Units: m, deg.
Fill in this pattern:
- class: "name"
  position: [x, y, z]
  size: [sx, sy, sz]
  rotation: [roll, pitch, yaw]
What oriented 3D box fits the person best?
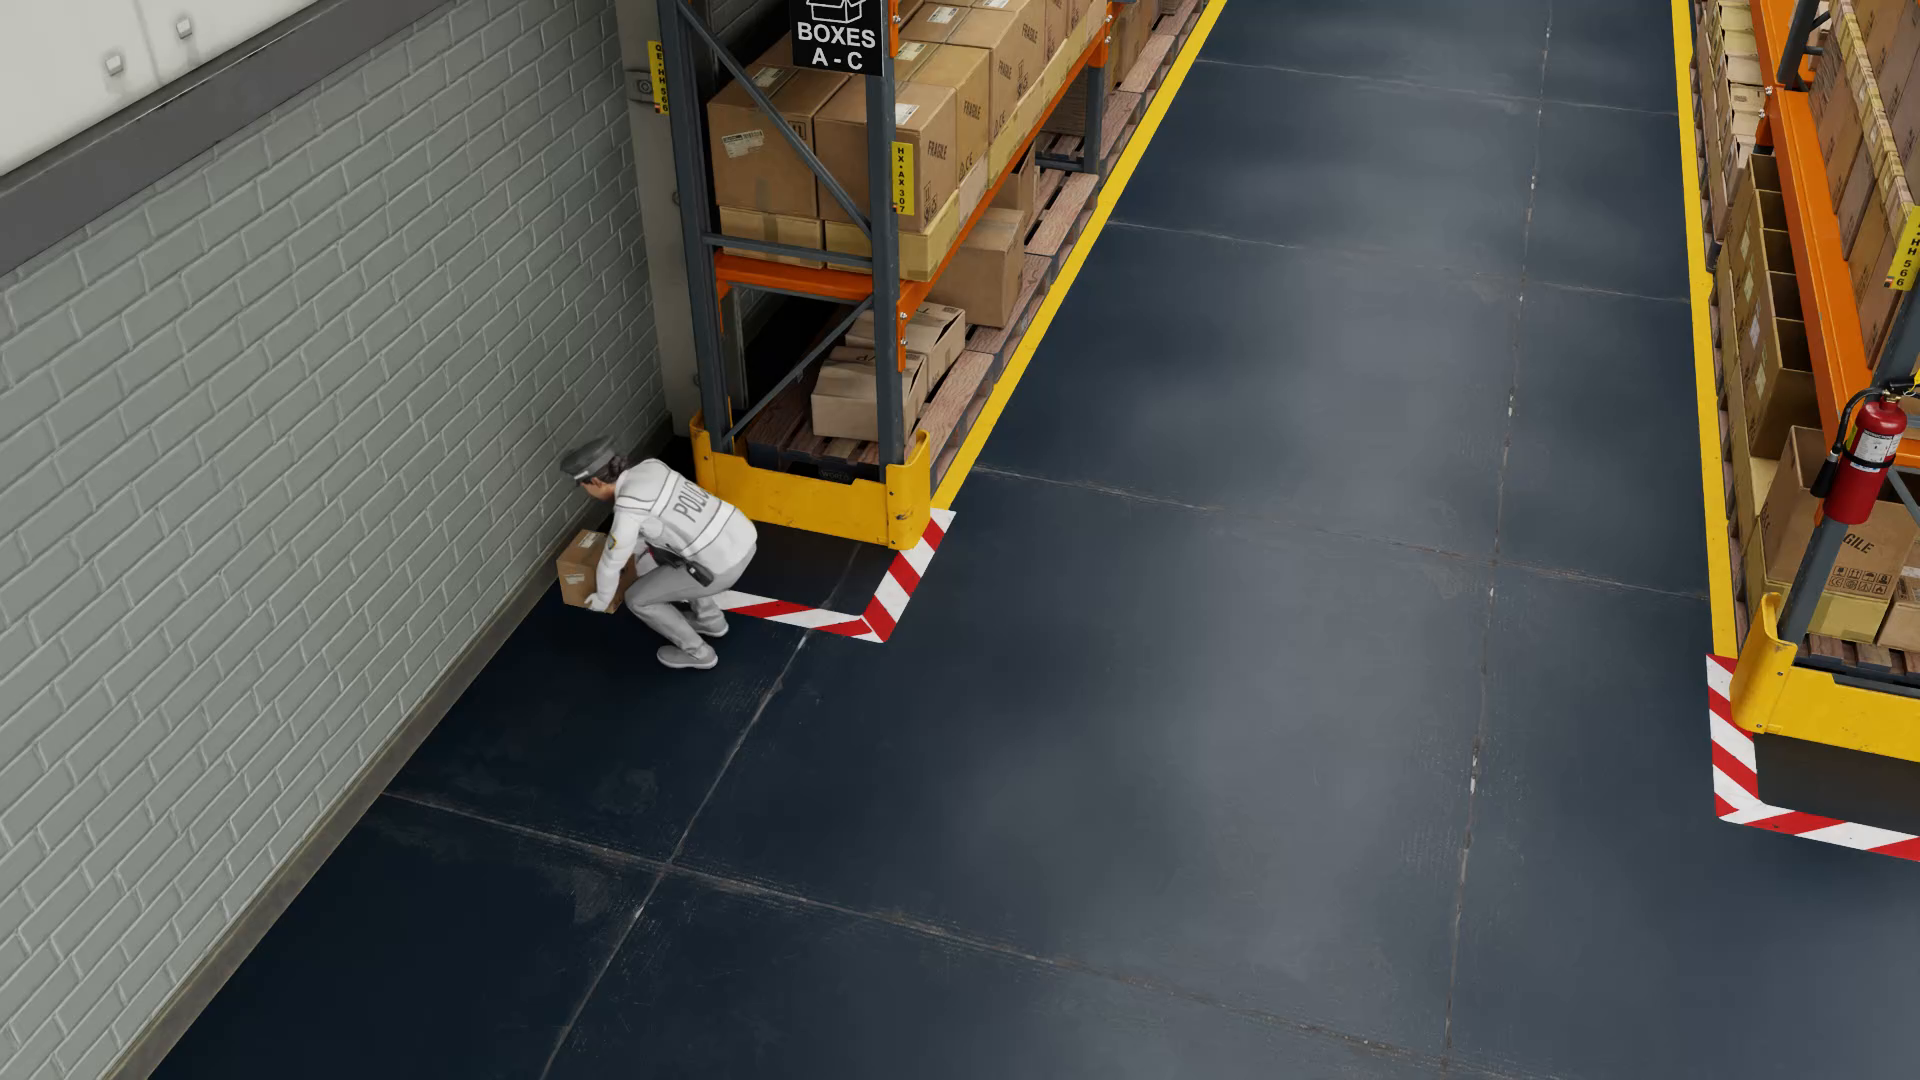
- class: "person"
  position: [-1.304, 0.054, 7.295]
  size: [0.812, 1.094, 0.508]
  rotation: [11, 39, 14]
